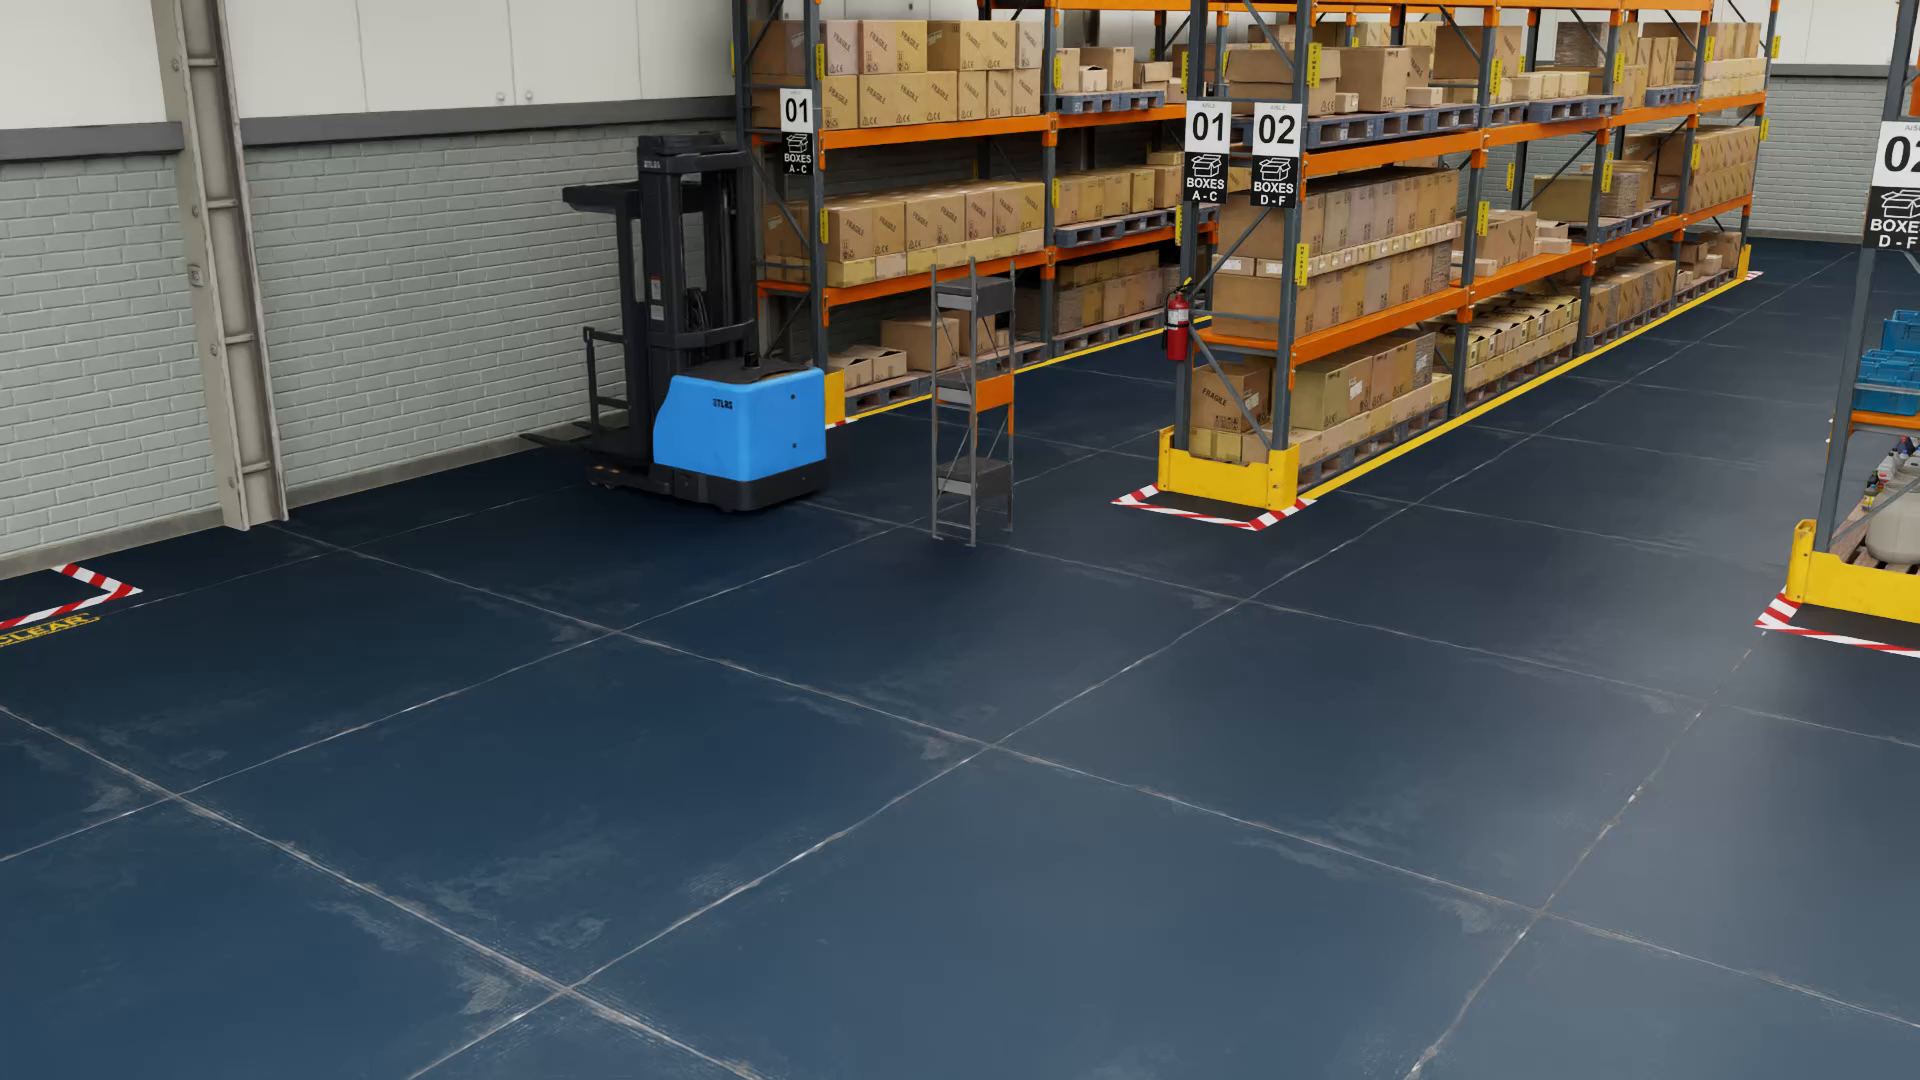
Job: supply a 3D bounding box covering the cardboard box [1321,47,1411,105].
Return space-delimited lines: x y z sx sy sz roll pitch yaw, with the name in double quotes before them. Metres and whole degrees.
"cardboard box" 3.543 -4.143 14.852 0.797 0.503 0.637 15 23 41

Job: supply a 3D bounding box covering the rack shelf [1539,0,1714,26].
"rack shelf" 8.200 -6.523 20.465 1.077 0.370 4.000 12 21 35

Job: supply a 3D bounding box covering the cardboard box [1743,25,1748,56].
"cardboard box" 11.116 -7.350 24.443 0.700 0.500 0.500 12 21 35

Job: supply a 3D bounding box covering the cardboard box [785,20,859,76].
"cardboard box" -1.314 -4.702 15.881 0.500 0.500 0.500 11 20 31

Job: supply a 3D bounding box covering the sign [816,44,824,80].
"sign" -1.303 -4.440 15.451 0.100 0.325 0.005 12 21 35

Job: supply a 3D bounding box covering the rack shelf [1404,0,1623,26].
"rack shelf" 5.817 -5.571 17.397 1.077 0.370 4.000 12 21 35

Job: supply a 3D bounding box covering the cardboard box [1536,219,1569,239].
"cardboard box" 6.757 -3.595 19.413 0.500 0.311 0.500 14 22 38

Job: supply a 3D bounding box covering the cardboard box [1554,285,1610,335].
"cardboard box" 7.509 -2.791 20.146 0.500 0.500 0.500 14 22 37

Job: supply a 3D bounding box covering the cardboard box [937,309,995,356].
"cardboard box" 0.058 -2.400 18.889 0.500 0.500 0.500 11 20 31

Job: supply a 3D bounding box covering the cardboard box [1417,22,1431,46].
"cardboard box" 7.271 -8.124 26.901 0.500 0.500 0.500 13 22 36

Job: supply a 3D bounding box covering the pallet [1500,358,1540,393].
"pallet" 5.759 -1.906 18.527 1.003 0.211 1.213 12 21 35

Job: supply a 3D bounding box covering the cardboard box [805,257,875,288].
"cardboard box" -1.193 -2.684 16.547 0.500 0.250 0.500 12 21 33

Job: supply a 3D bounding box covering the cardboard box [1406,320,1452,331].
"cardboard box" 4.941 -2.191 17.725 0.500 0.311 0.500 13 22 36

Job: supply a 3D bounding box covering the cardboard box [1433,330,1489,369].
"cardboard box" 5.072 -1.974 17.024 0.500 0.311 0.500 13 21 35

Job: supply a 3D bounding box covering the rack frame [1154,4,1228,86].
"rack frame" 3.028 -7.456 21.580 1.000 3.000 0.127 12 21 35

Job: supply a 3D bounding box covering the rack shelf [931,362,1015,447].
"rack shelf" 0.099 -1.029 12.563 0.431 0.518 0.480 12 21 35

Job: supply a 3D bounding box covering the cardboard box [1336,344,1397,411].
"cardboard box" 3.636 -1.502 15.186 0.500 0.500 0.500 12 21 35

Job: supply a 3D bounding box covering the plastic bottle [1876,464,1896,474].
"plastic bottle" 7.215 -0.448 12.978 0.152 0.276 0.135 12 21 33

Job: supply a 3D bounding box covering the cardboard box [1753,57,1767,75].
"cardboard box" 11.674 -7.054 24.754 0.500 0.250 0.500 12 21 35

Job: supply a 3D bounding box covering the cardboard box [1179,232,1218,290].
"cardboard box" 3.572 -3.917 23.216 0.750 0.750 0.750 12 21 34

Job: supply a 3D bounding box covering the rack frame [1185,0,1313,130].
"rack frame" 2.242 -4.676 12.629 1.000 3.000 0.127 12 21 35

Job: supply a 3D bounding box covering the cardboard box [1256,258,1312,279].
"cardboard box" 2.649 -2.224 13.586 0.380 0.149 0.250 12 21 34

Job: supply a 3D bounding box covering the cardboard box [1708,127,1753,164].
"cardboard box" 11.431 -5.872 24.741 0.500 0.500 0.500 13 22 36

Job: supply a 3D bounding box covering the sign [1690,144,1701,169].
"sign" 9.840 -5.125 22.237 0.100 0.325 0.005 12 21 35

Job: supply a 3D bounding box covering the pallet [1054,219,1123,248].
"pallet" 1.217 -3.703 19.934 1.003 0.211 1.213 12 21 35

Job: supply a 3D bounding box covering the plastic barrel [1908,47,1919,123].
"plastic barrel" 6.405 -2.911 10.571 0.600 0.830 0.708 12 21 35

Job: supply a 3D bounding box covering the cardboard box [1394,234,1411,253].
"cardboard box" 3.878 -2.717 15.172 0.380 0.149 0.250 13 22 36

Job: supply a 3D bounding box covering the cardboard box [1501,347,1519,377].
"cardboard box" 5.677 -1.949 17.890 0.500 0.250 0.500 12 21 33

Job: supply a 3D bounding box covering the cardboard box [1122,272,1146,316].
"cardboard box" 1.967 -3.201 21.468 0.700 0.500 0.500 12 21 34

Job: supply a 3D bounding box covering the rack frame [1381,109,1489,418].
"rack frame" 4.625 -2.764 16.586 1.000 3.000 0.127 12 21 35

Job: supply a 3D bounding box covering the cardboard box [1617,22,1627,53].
"cardboard box" 7.578 -5.899 19.768 0.500 0.500 0.500 12 21 35

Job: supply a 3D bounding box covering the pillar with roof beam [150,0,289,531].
"pillar with roof beam" -2.134 -3.681 9.422 9.100 9.000 0.400 12 21 35

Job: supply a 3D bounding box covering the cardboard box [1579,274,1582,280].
"cardboard box" 7.686 -3.120 21.207 0.500 0.500 0.500 12 21 33

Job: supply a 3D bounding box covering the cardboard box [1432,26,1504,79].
"cardboard box" 5.025 -4.823 16.441 0.500 0.500 0.500 13 21 35

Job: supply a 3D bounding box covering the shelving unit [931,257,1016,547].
"shelving unit" 0.099 -1.042 12.559 0.431 2.100 0.503 12 21 35

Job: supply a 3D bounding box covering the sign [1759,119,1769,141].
"sign" 12.209 -6.223 25.240 0.100 0.325 0.005 12 21 35

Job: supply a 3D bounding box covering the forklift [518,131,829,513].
"forklift" -2.587 -1.944 14.062 3.031 2.935 1.130 13 21 35

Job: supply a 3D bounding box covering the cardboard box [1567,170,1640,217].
"cardboard box" 7.992 -4.319 20.717 0.500 0.500 0.700 -15 23 -40

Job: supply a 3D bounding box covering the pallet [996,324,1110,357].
"pallet" 1.107 -2.492 20.414 1.003 0.211 1.213 12 21 35

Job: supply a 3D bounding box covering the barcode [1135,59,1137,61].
"barcode" 2.324 -6.320 21.968 0.001 0.075 0.075 12 21 35

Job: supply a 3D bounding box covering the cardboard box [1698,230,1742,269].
"cardboard box" 11.649 -4.465 25.538 0.500 0.500 0.500 12 21 35

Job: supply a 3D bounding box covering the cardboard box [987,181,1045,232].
"cardboard box" 0.611 -3.767 18.772 0.500 0.500 0.500 12 21 35

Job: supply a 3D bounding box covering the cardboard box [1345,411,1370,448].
"cardboard box" 3.333 -1.026 14.917 0.500 0.250 0.500 12 21 35

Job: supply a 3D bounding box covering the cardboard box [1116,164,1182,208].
"cardboard box" 2.445 -4.597 21.580 0.700 0.500 0.500 10 20 30

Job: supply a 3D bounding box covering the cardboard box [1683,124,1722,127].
"cardboard box" 11.299 -6.088 25.437 0.500 0.500 0.500 13 22 36

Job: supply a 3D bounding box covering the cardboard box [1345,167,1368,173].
"cardboard box" 5.748 -5.813 25.900 0.980 0.700 0.700 13 21 36

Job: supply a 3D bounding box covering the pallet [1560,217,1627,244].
"pallet" 7.356 -3.799 20.243 1.213 0.211 1.003 12 21 35

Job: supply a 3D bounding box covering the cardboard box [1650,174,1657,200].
"cardboard box" 9.484 -4.882 23.237 0.500 0.500 0.500 13 21 36

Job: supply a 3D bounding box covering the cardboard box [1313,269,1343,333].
"cardboard box" 2.839 -2.094 14.260 0.700 0.500 0.500 13 22 36

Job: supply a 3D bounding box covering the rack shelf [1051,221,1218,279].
"rack shelf" 1.836 -3.771 21.043 1.077 0.370 4.000 12 21 35

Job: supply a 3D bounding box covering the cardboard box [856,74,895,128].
"cardboard box" -0.990 -4.333 16.378 0.500 0.500 0.500 14 22 38

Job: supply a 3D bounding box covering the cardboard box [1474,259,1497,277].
"cardboard box" 5.317 -2.819 17.187 0.380 0.149 0.250 12 21 35

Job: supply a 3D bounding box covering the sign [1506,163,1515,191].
"sign" 6.567 -4.325 19.796 0.100 0.325 0.005 12 21 35
